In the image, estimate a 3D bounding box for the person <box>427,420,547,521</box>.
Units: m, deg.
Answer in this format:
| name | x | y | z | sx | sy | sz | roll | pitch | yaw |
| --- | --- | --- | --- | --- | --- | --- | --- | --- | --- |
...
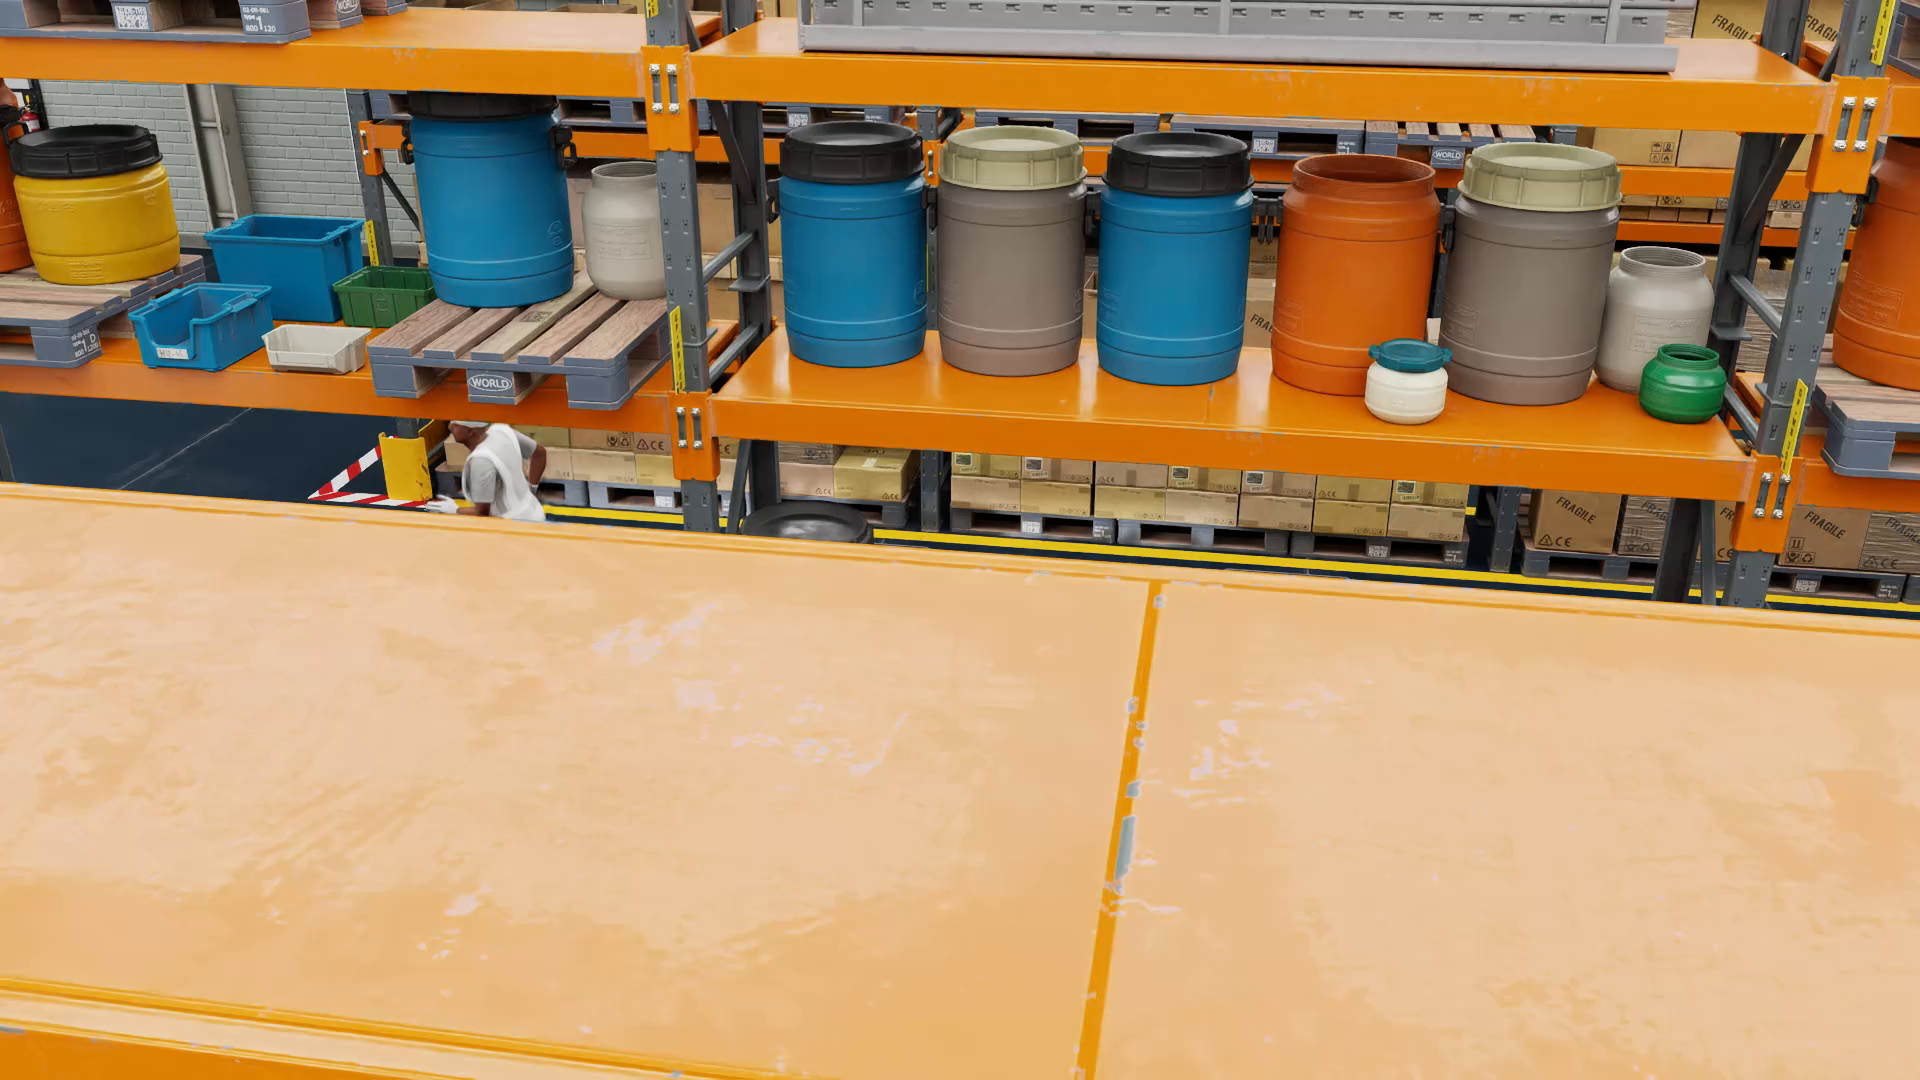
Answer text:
| name | x | y | z | sx | sy | sz | roll | pitch | yaw |
| --- | --- | --- | --- | --- | --- | --- | --- | --- | --- |
| person | -2.629 | -0.036 | 9.927 | 0.988 | 1.757 | 0.711 | -2 | 25 | -5 |
